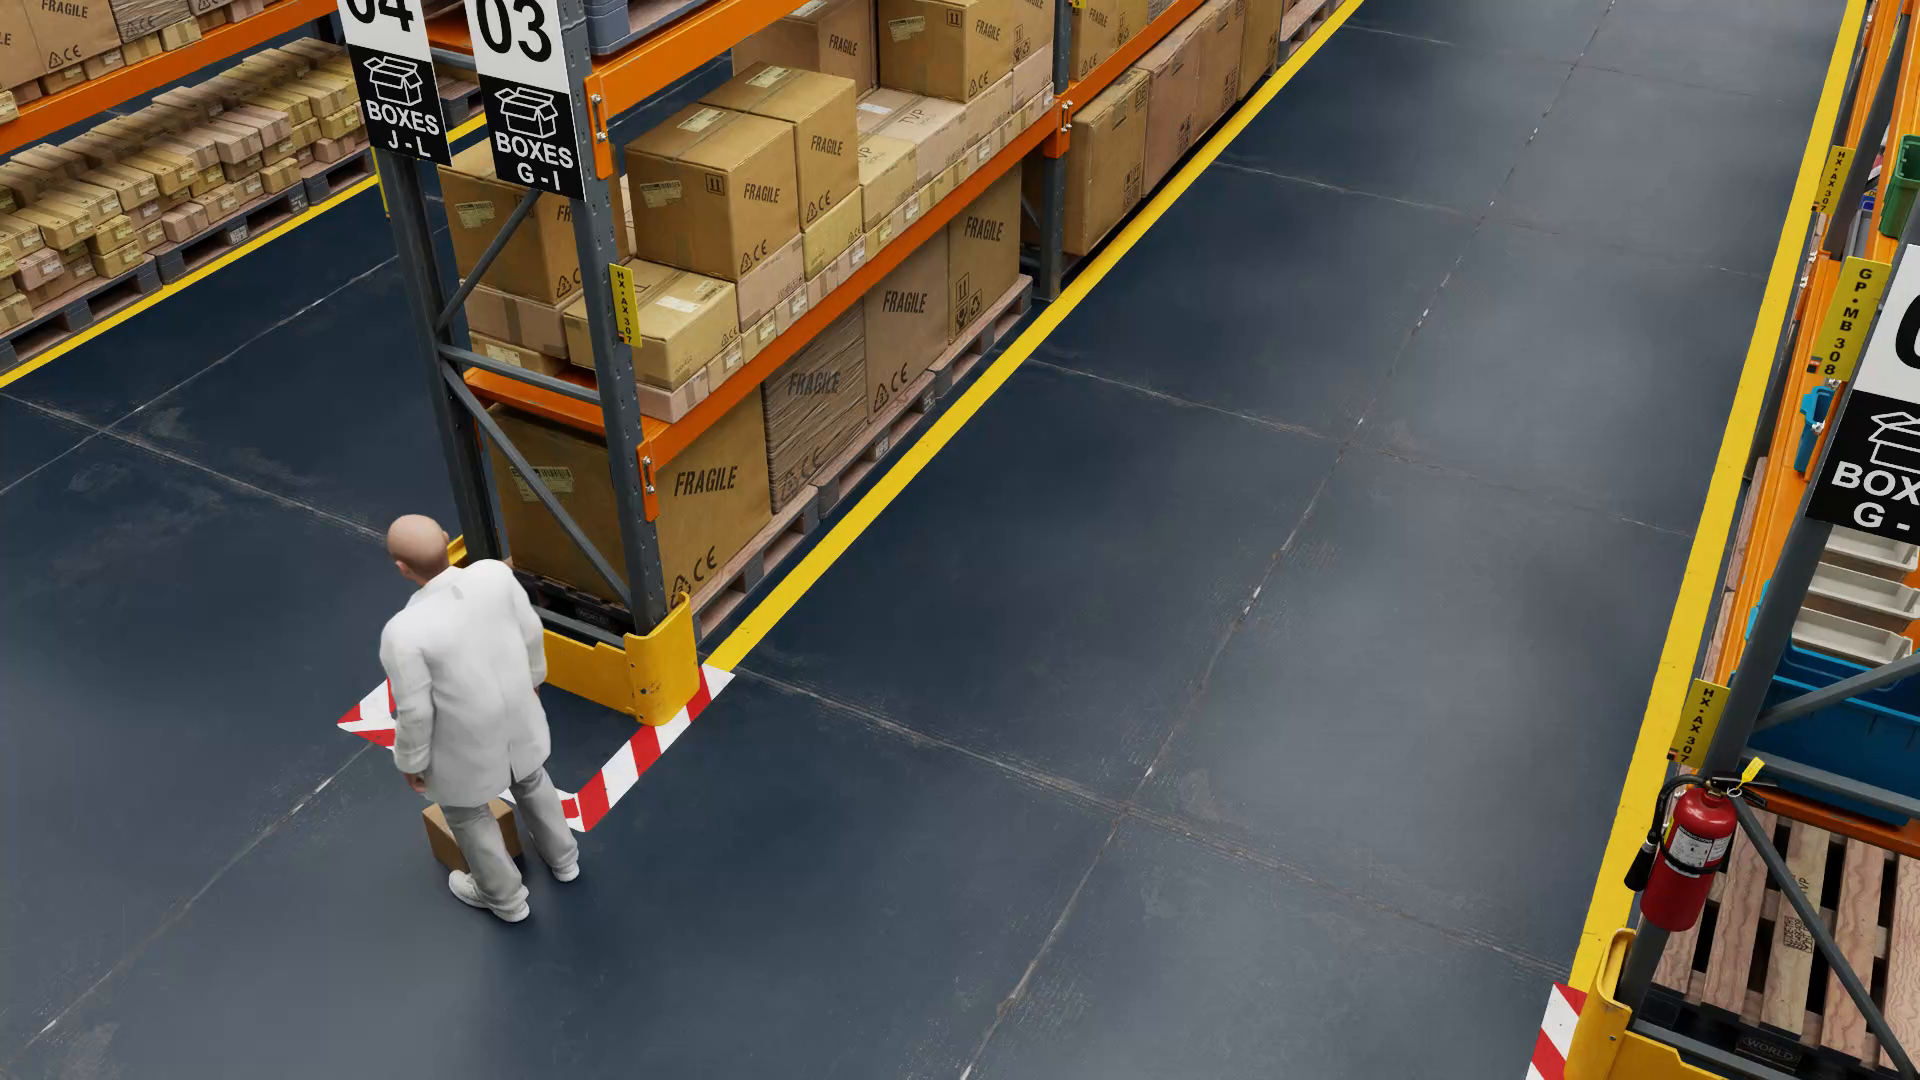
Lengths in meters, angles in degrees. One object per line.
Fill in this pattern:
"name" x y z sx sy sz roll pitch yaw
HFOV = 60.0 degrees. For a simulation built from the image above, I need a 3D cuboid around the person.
"person" -1.729 0.645 5.921 0.425 1.773 0.652 25 44 29
